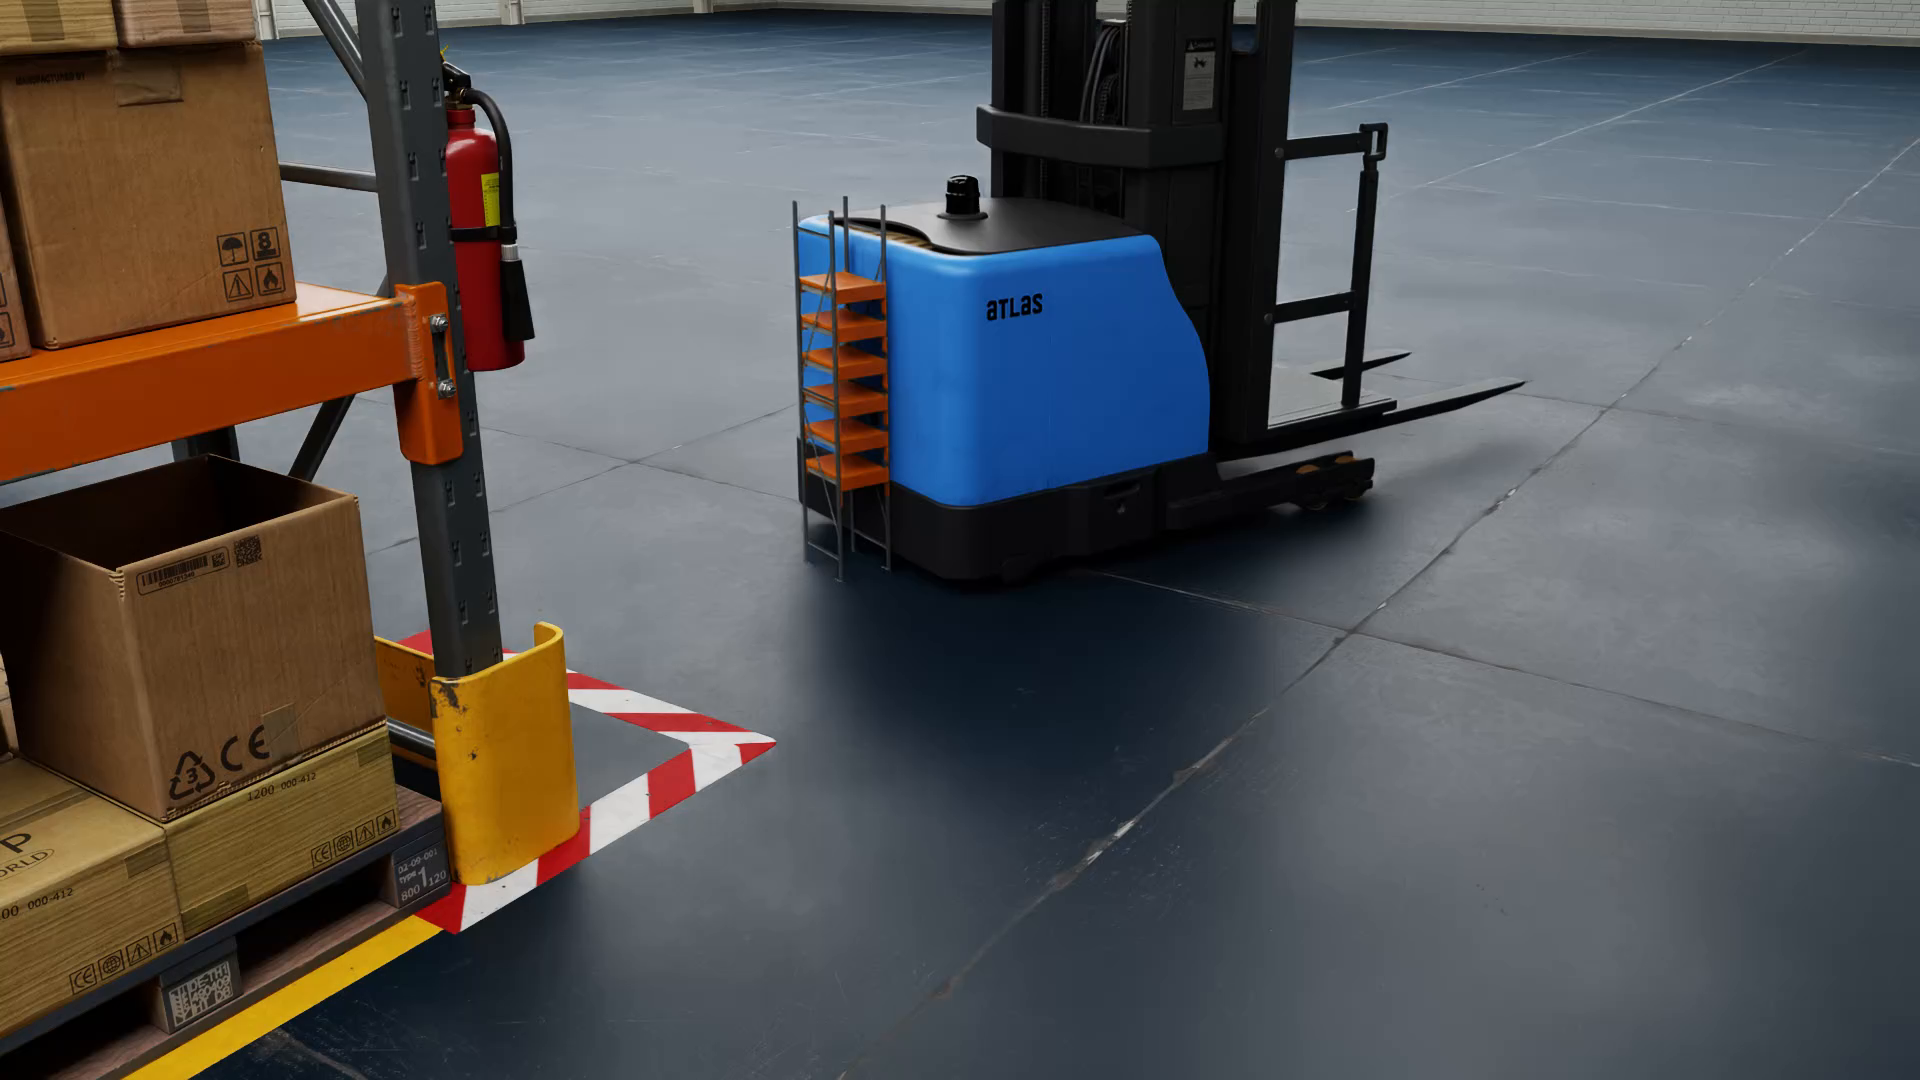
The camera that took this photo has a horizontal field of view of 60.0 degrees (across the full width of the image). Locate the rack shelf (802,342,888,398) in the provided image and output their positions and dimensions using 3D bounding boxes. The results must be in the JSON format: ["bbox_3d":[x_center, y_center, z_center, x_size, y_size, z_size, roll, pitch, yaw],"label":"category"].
[{"bbox_3d":[-0.373,-0.542,5.283,0.180,0.103,0.258,-14,24,-33],"label":"rack shelf"}]

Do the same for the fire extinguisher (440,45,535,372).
[{"bbox_3d":[-1.013,-0.694,3.429,0.296,0.674,0.183,13,24,32],"label":"fire extinguisher"}]

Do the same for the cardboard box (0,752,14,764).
[{"bbox_3d":[-2.227,0.560,3.284,0.500,0.250,0.500,13,24,32],"label":"cardboard box"}]

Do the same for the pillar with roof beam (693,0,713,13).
[{"bbox_3d":[-2.670,-16.177,36.528,9.100,9.000,0.400,13,24,32],"label":"pillar with roof beam"}]

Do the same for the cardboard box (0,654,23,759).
[{"bbox_3d":[-1.949,0.416,3.674,0.500,0.250,0.500,13,24,32],"label":"cardboard box"}]

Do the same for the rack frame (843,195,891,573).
[{"bbox_3d":[-0.298,-0.489,5.358,0.006,1.200,0.240,-14,24,-33],"label":"rack frame"}]

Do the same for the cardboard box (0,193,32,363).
[{"bbox_3d":[-2.028,-0.551,2.786,0.700,0.500,0.500,14,24,33],"label":"cardboard box"}]

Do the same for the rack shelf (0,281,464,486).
[{"bbox_3d":[-2.588,0.124,2.142,1.077,0.370,4.000,13,24,32],"label":"rack shelf"}]

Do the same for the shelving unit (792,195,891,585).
[{"bbox_3d":[-0.373,-0.471,5.309,0.189,1.200,0.258,-14,24,-33],"label":"shelving unit"}]

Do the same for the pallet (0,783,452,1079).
[{"bbox_3d":[-1.859,0.748,3.437,1.003,0.211,1.213,13,24,32],"label":"pallet"}]

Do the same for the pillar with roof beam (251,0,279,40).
[{"bbox_3d":[-9.415,-12.734,27.220,9.100,9.000,0.400,13,24,32],"label":"pillar with roof beam"}]

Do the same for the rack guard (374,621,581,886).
[{"bbox_3d":[-1.450,0.379,4.021,1.175,0.500,0.348,13,24,32],"label":"rack guard"}]

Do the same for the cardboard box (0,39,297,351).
[{"bbox_3d":[-1.737,-0.702,3.196,0.700,0.500,0.500,13,24,32],"label":"cardboard box"}]

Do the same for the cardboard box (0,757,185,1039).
[{"bbox_3d":[-1.792,0.663,3.007,0.500,0.250,0.500,13,24,32],"label":"cardboard box"}]

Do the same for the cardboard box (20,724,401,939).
[{"bbox_3d":[-1.521,0.517,3.401,0.500,0.250,0.500,13,24,32],"label":"cardboard box"}]

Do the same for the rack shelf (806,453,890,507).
[{"bbox_3d":[-0.373,-0.204,5.408,0.180,0.103,0.258,-14,24,-33],"label":"rack shelf"}]

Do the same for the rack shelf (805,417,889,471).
[{"bbox_3d":[-0.373,-0.317,5.366,0.180,0.103,0.258,-14,24,-33],"label":"rack shelf"}]

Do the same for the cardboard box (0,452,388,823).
[{"bbox_3d":[-1.519,0.166,3.270,0.500,0.500,0.500,13,24,32],"label":"cardboard box"}]

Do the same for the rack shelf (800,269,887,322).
[{"bbox_3d":[-0.373,-0.767,5.199,0.180,0.103,0.258,-14,24,-33],"label":"rack shelf"}]

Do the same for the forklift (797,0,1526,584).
[{"bbox_3d":[0.921,-1.617,5.911,3.031,2.935,1.130,-14,24,-33],"label":"forklift"}]

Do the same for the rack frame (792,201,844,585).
[{"bbox_3d":[-0.448,-0.453,5.259,0.006,1.200,0.240,-14,24,-33],"label":"rack frame"}]

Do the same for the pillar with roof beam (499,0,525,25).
[{"bbox_3d":[-6.043,-14.456,31.874,9.100,9.000,0.400,13,24,32],"label":"pillar with roof beam"}]

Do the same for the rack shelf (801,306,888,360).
[{"bbox_3d":[-0.373,-0.654,5.241,0.180,0.103,0.258,-14,24,-33],"label":"rack shelf"}]

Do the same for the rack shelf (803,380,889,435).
[{"bbox_3d":[-0.373,-0.429,5.324,0.180,0.103,0.258,-14,24,-33],"label":"rack shelf"}]

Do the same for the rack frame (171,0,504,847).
[{"bbox_3d":[-1.464,-0.787,3.569,1.000,3.000,0.127,13,24,32],"label":"rack frame"}]

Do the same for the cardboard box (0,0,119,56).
[{"bbox_3d":[-1.667,-0.916,2.838,0.380,0.149,0.250,14,24,33],"label":"cardboard box"}]

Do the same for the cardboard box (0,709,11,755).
[{"bbox_3d":[-2.228,0.208,3.155,0.500,0.500,0.500,13,24,32],"label":"cardboard box"}]

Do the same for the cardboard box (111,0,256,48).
[{"bbox_3d":[-1.521,-0.991,3.042,0.380,0.149,0.250,13,24,31],"label":"cardboard box"}]
